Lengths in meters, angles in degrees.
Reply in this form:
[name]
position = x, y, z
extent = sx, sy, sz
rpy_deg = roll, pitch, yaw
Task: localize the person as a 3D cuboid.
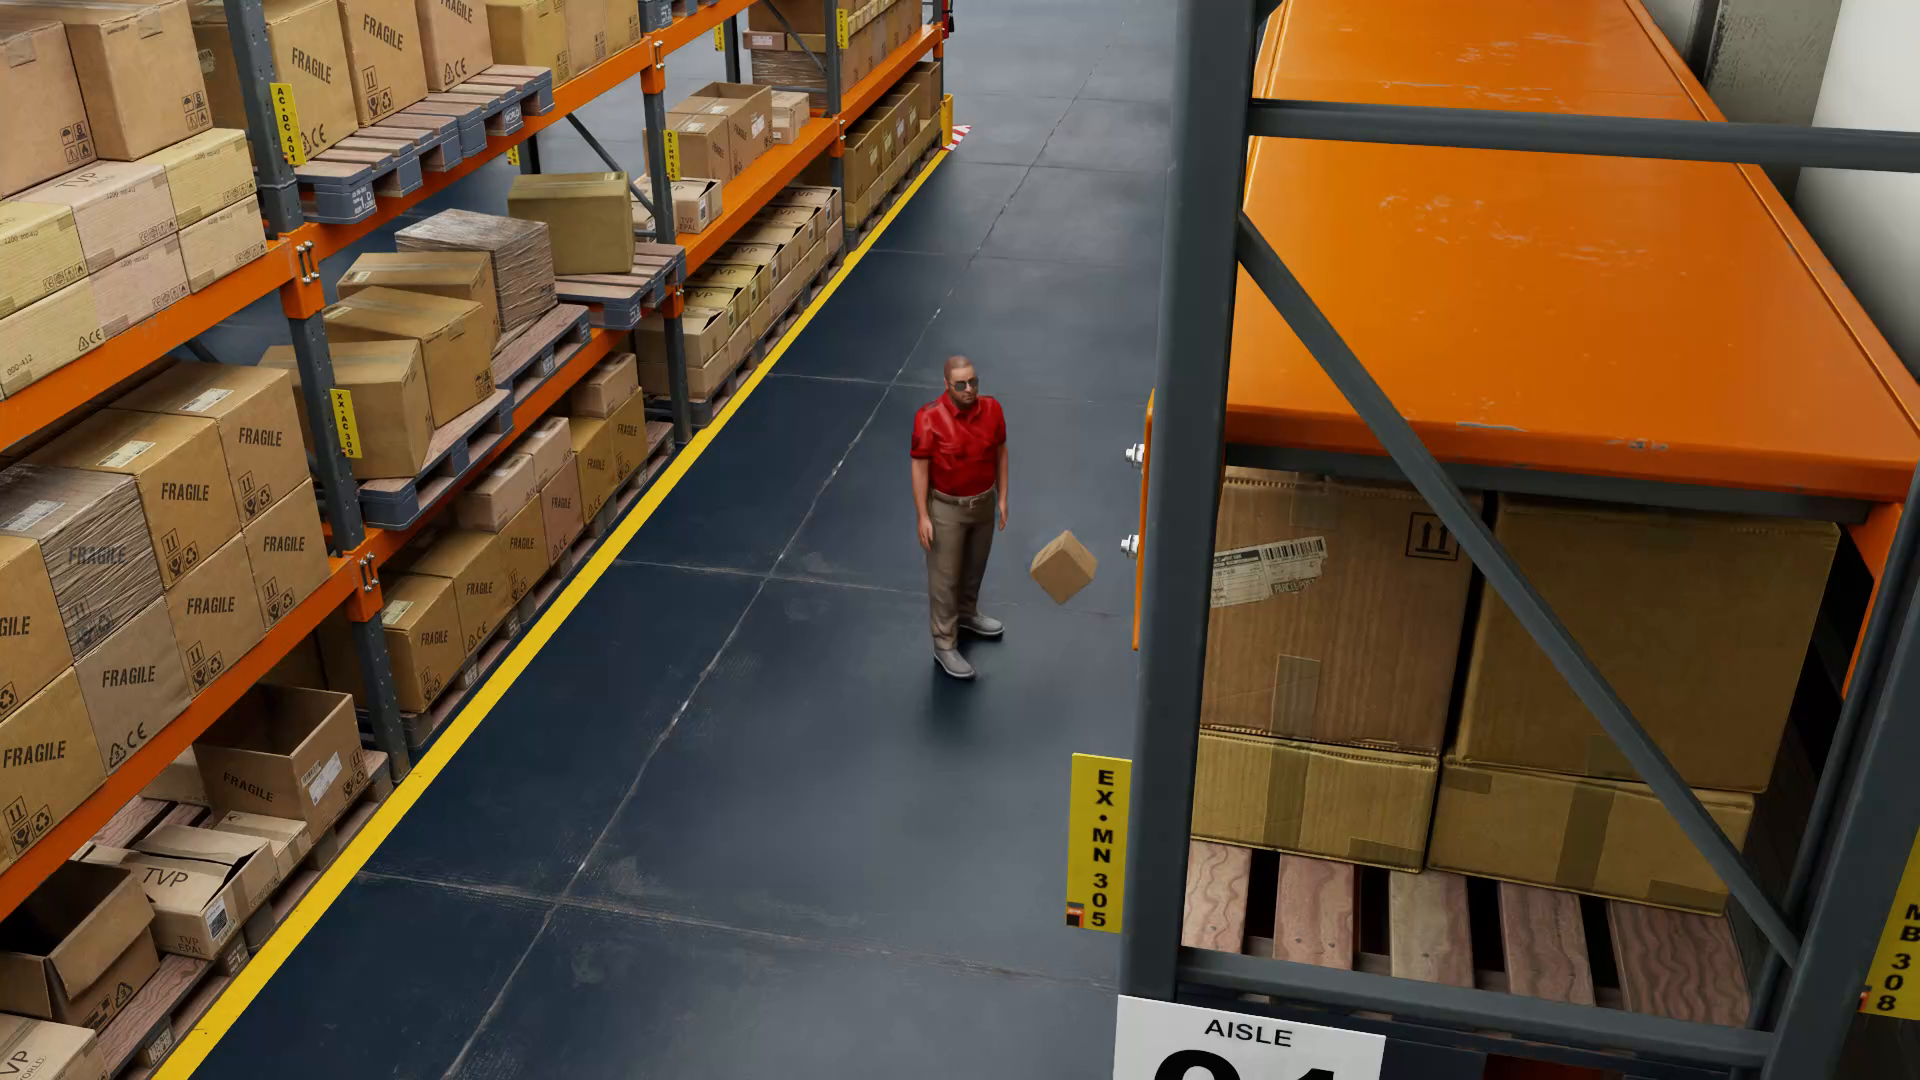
[person]
position = 0.025, -0.147, 8.884
extent = 0.620, 1.722, 0.570
rpy_deg = -18, 33, -29
